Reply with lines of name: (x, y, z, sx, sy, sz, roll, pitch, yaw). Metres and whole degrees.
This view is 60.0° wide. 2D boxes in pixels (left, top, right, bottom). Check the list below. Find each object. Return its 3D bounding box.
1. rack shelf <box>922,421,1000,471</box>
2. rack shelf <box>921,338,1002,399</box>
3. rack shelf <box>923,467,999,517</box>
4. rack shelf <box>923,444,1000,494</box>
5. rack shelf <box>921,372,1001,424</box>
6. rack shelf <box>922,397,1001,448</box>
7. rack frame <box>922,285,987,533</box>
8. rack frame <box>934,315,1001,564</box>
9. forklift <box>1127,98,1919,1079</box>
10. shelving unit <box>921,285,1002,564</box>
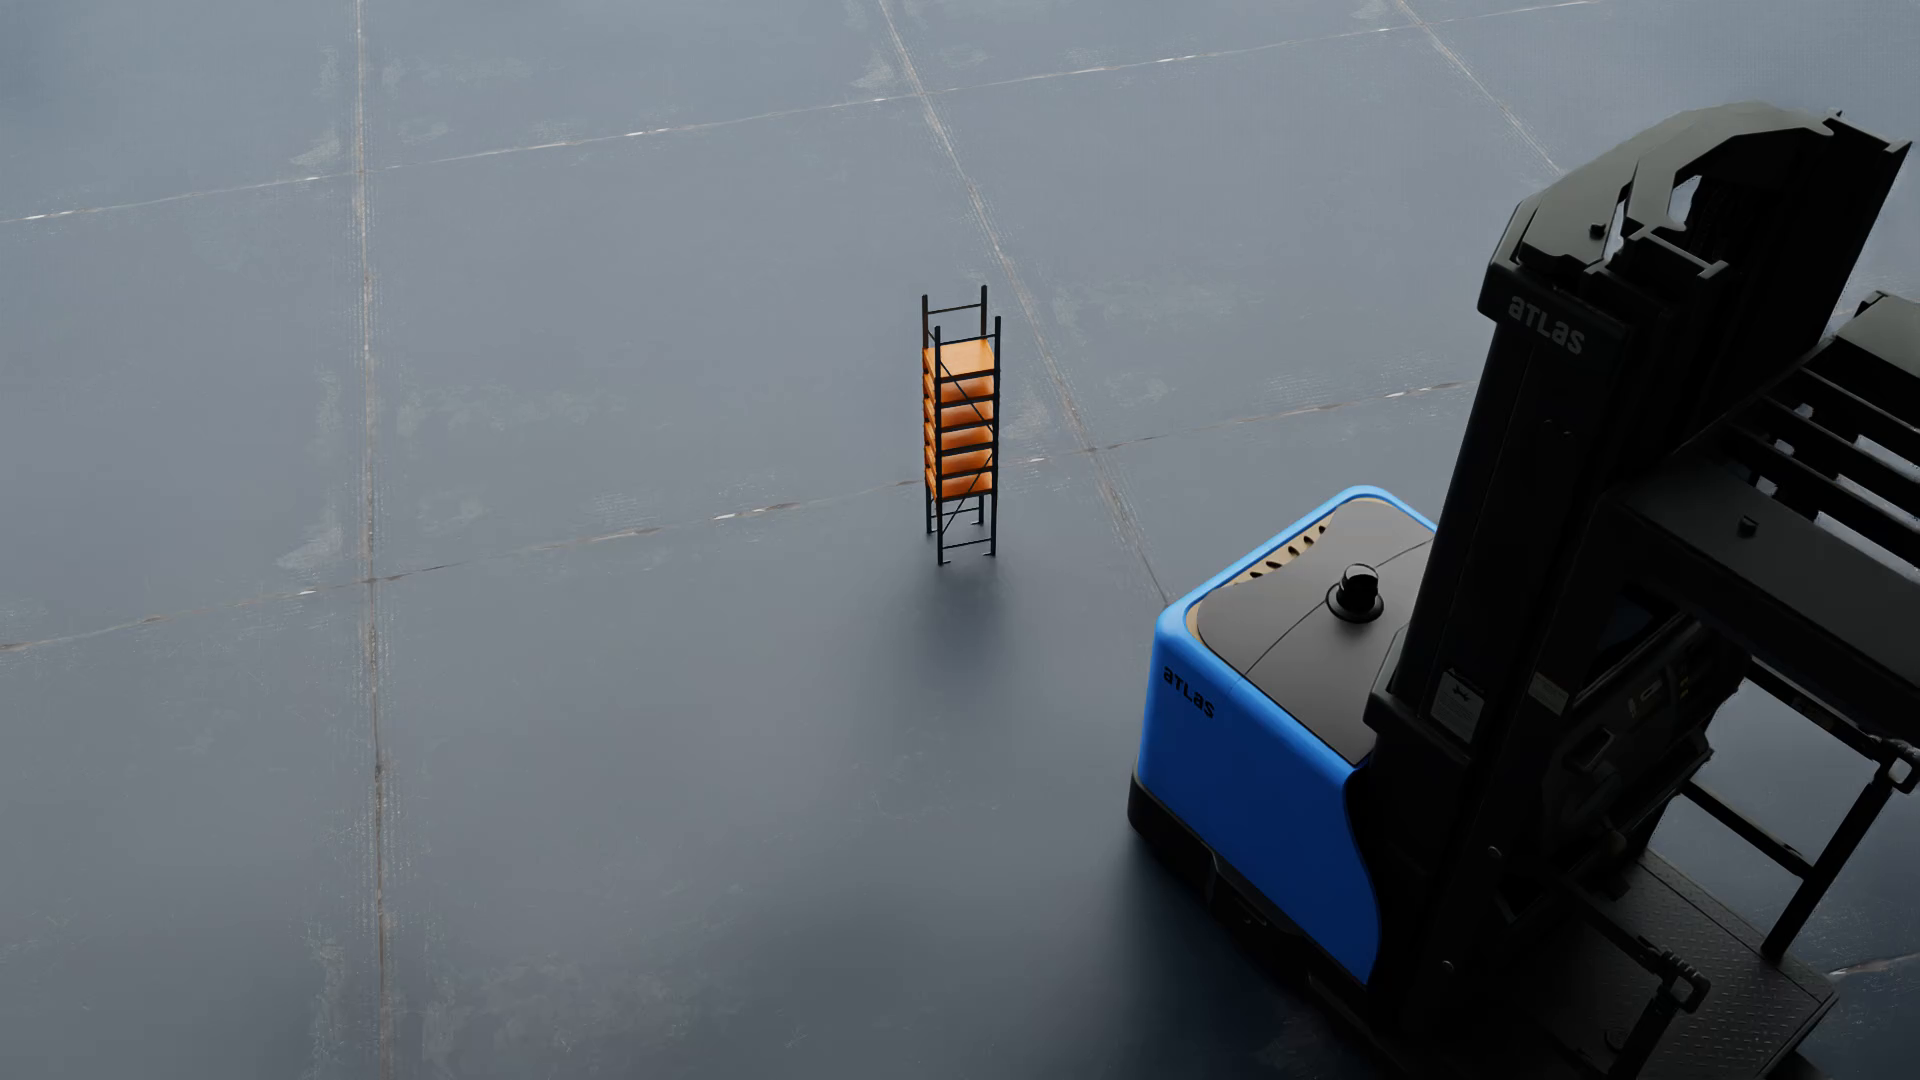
rack shelf: (0.004, -0.379, 6.343, 0.258, 0.103, 0.180, -11, 47, -10)
rack shelf: (0.004, -0.631, 6.086, 0.258, 0.103, 0.180, -11, 47, -10)
rack shelf: (0.004, -0.211, 6.515, 0.258, 0.103, 0.180, -11, 47, -10)
rack shelf: (0.004, -0.295, 6.429, 0.258, 0.103, 0.180, -11, 47, -10)
rack shelf: (0.004, -0.547, 6.172, 0.258, 0.103, 0.180, -11, 47, -10)
rack shelf: (0.004, -0.463, 6.258, 0.258, 0.103, 0.180, -11, 47, -10)
rack frame: (-0.020, -0.473, 6.374, 0.240, 1.200, 0.006, -11, 47, -10)
rack frame: (0.027, -0.347, 6.250, 0.240, 1.200, 0.006, -11, 47, -10)
forklift: (1.903, 0.550, 4.159, 1.130, 2.935, 3.031, -31, 53, -27)
shelving unit: (0.004, -0.410, 6.312, 0.258, 1.200, 0.189, -11, 47, -10)
